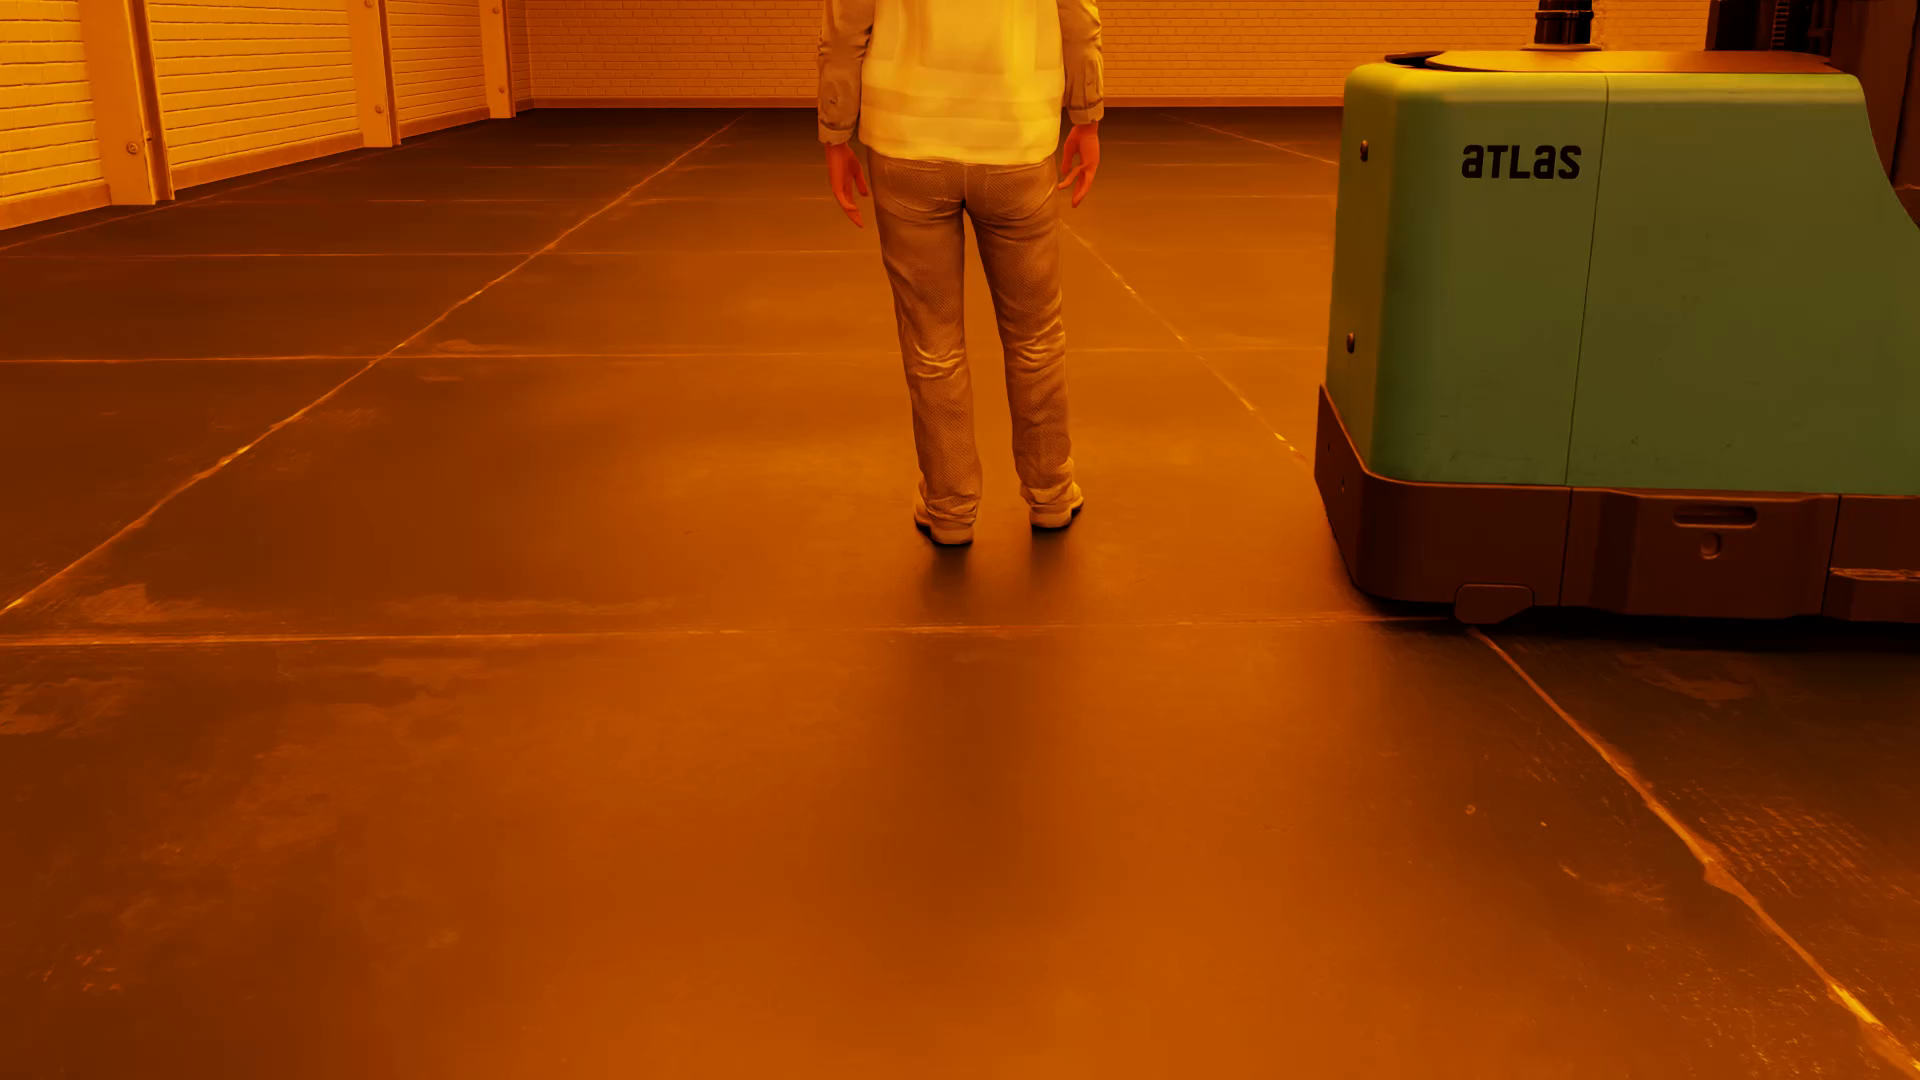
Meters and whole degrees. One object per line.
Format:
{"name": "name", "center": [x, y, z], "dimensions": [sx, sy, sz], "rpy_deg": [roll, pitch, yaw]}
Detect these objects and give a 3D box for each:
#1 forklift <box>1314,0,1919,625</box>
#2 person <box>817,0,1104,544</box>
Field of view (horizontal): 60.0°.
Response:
{"name": "forklift", "center": [2.353, -1.320, 3.221], "dimensions": [3.031, 2.935, 1.130], "rpy_deg": [2, 17, 6]}
{"name": "person", "center": [0.004, -0.874, 3.717], "dimensions": [0.634, 1.775, 0.566], "rpy_deg": [-1, 17, -3]}
